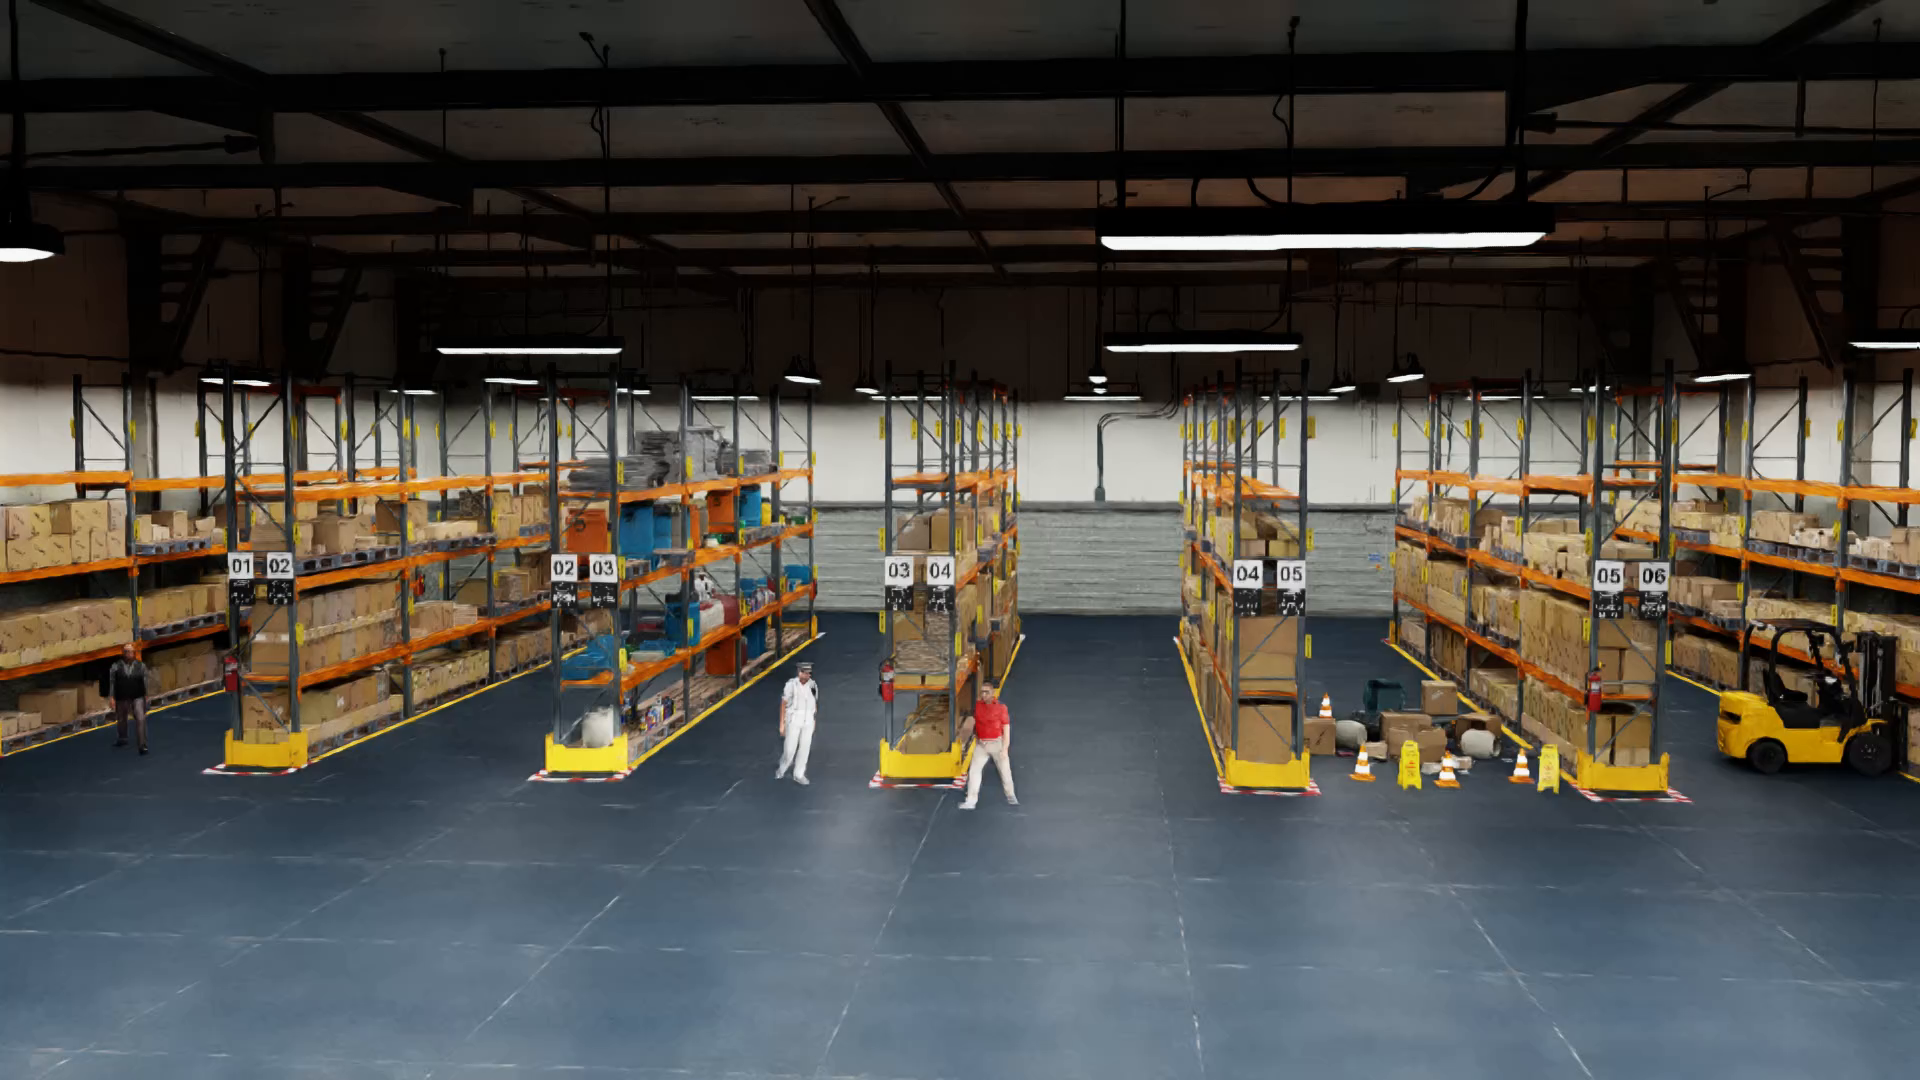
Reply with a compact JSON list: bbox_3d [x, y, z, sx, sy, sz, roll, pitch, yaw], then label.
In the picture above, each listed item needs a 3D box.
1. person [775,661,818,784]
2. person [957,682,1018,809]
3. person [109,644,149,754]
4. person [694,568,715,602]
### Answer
[{"bbox_3d":[-2.325,2.577,23.647,0.596,1.750,0.561,-2,4,-32],"label":"person"},{"bbox_3d":[0.394,2.715,22.031,0.586,1.674,0.966,2,4,29],"label":"person"},{"bbox_3d":[-12.915,2.461,25.813,0.574,1.695,0.931,-1,4,-22],"label":"person"},{"bbox_3d":[-6.352,1.498,41.074,0.578,1.625,0.526,0,4,3],"label":"person"}]
